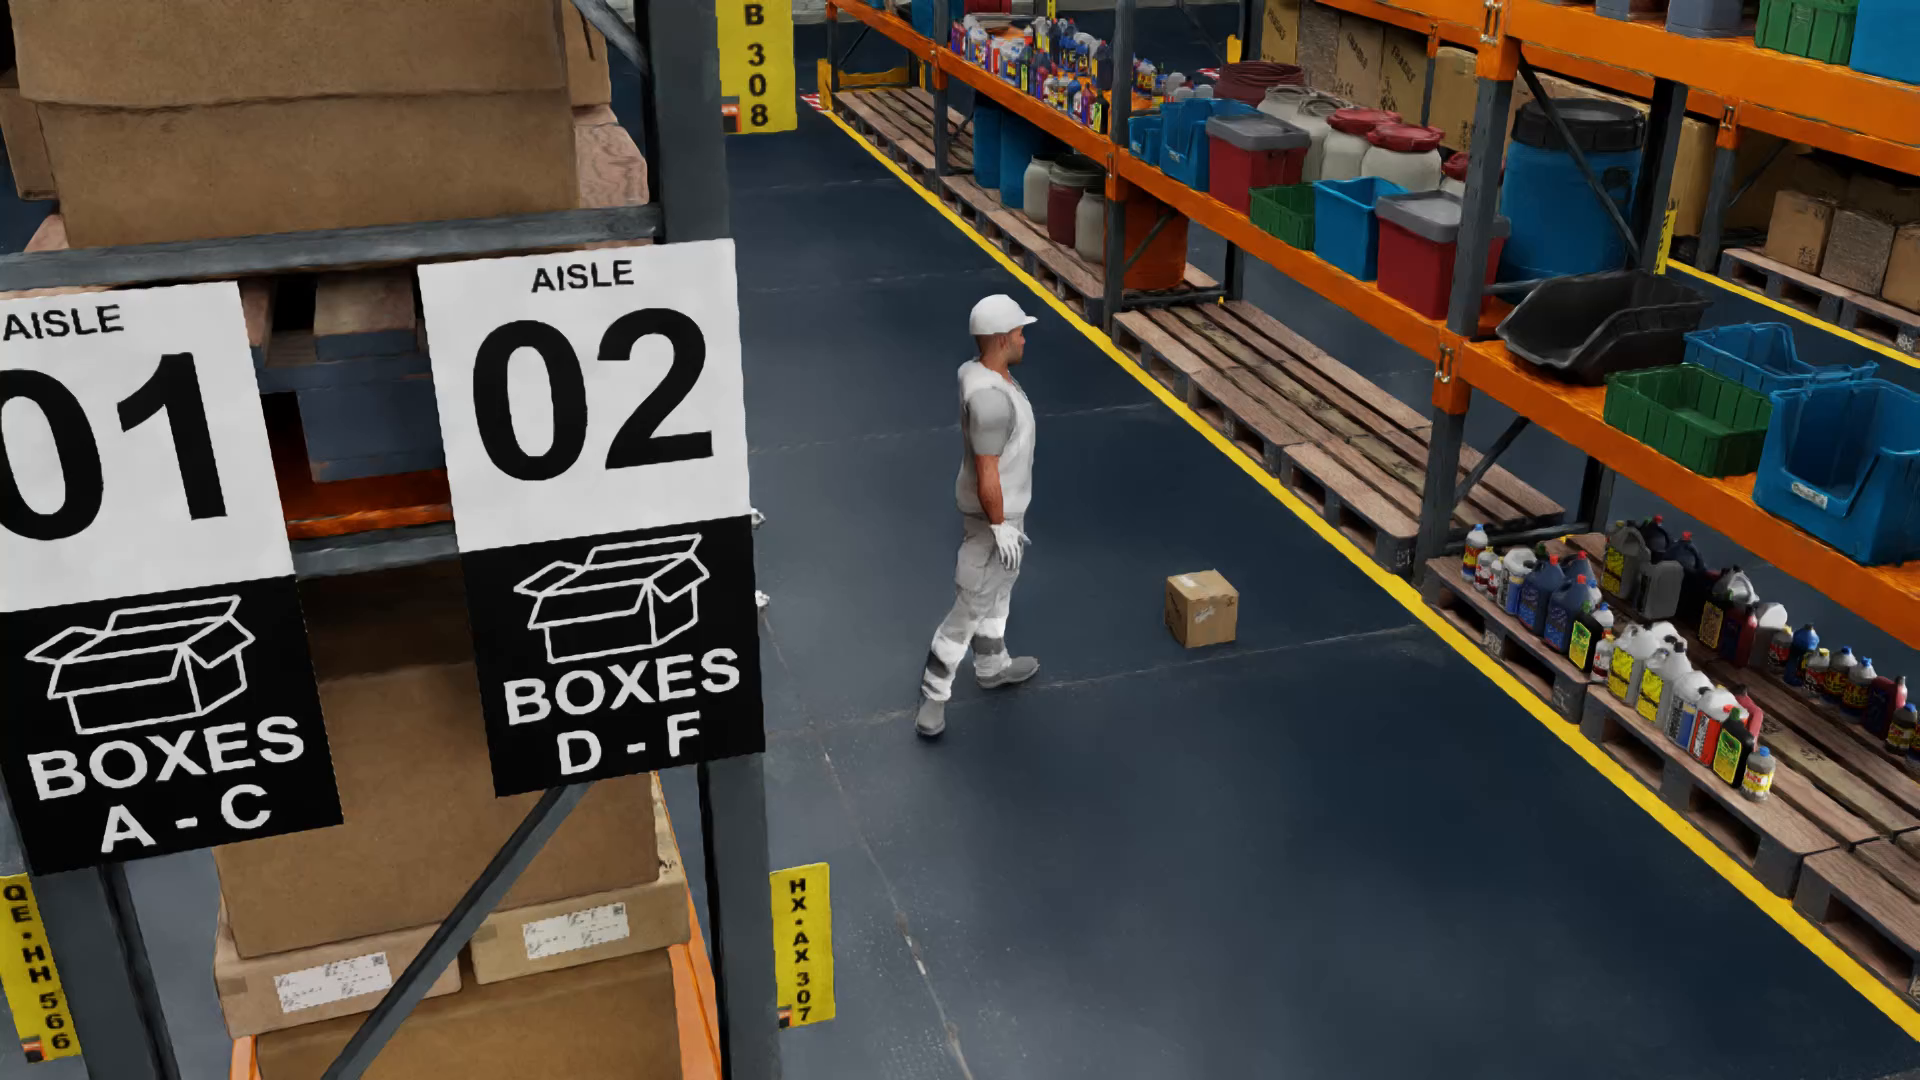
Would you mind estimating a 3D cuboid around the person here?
[{"bbox_3d":[0.076,-0.091,6.780,0.489,1.792,0.701,3,26,5],"label":"person"}]
